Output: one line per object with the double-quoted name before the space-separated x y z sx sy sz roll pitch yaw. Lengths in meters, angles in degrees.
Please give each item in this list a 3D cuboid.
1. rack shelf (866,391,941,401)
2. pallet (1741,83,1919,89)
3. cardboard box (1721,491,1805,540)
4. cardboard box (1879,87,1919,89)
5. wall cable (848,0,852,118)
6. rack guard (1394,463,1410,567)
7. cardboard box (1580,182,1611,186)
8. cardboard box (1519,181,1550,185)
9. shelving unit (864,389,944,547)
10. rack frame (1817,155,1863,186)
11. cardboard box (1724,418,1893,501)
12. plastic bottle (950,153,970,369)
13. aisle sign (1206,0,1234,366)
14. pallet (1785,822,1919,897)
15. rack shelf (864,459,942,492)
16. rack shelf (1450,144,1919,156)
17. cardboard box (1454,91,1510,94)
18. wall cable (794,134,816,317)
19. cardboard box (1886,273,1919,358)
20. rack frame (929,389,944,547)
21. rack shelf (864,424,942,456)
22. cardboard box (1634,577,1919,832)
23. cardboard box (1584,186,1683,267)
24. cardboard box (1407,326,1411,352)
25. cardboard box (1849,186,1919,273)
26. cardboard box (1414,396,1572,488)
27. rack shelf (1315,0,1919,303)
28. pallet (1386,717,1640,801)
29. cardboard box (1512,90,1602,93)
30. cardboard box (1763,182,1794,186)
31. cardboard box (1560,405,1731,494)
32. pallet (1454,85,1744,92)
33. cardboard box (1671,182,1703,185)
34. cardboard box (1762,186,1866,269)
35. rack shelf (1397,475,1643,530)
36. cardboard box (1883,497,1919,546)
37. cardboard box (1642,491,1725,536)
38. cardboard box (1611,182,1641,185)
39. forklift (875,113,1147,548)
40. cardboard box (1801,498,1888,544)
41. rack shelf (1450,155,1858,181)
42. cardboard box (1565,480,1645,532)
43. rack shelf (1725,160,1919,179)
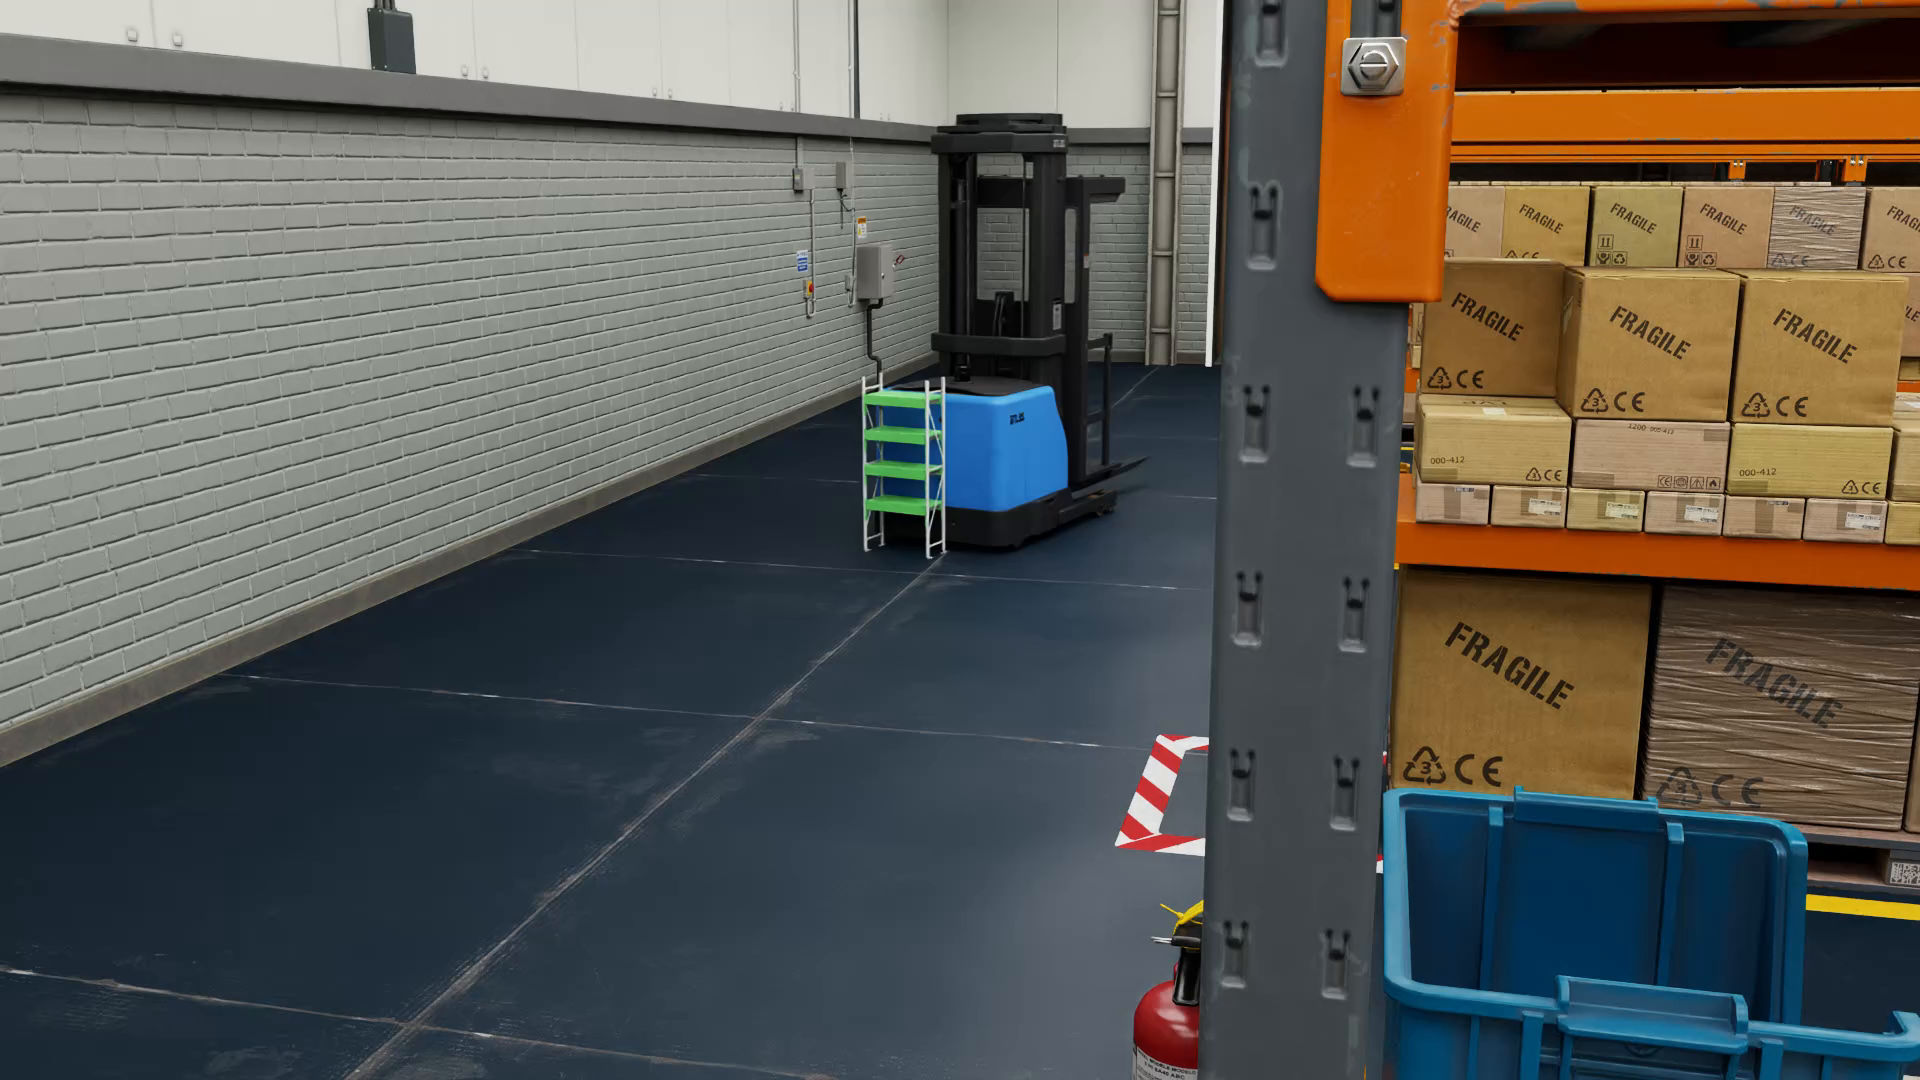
"rack shelf" -0.378 -0.961 11.129 0.457 0.021 0.221 7 14 28
"pallet" 3.462 -1.702 5.759 1.213 0.211 1.003 3 13 14
"cardboard box" 2.815 -0.117 5.914 0.250 0.149 0.380 3 13 12
"cardboard box" 5.698 -2.598 9.941 0.500 0.250 0.500 3 13 13
"wall cable" -1.482 -5.787 17.040 0.029 3.000 2.355 3 13 14
"rack guard" 2.911 -0.193 11.451 0.348 0.500 1.175 3 13 14
"cardboard box" 5.699 -3.152 14.976 0.250 0.149 0.380 3 13 12
"cardboard box" 5.228 -3.192 15.160 0.250 0.149 0.380 3 13 14
"shelving unit" -0.375 -0.503 11.229 0.487 1.046 0.258 7 14 28
"rack frame" 7.809 -2.256 14.978 0.127 3.000 1.000 3 13 14
"cardboard box" 2.946 -0.318 5.901 0.500 0.250 0.500 3 13 12
"plastic bottle" 7.241 -1.266 10.515 14.964 2.616 20.093 3 13 14
"aisle sign" 0.223 -0.549 1.280 0.004 0.787 0.394 3 13 14
"pallet" 3.527 1.070 6.423 1.213 0.211 1.003 3 13 14
"rack shelf" -0.378 -0.441 11.245 0.480 0.148 0.258 7 14 28
"rack shelf" 4.779 -2.427 10.484 4.000 0.370 1.077 3 13 14
"cardboard box" 3.212 -2.732 10.543 0.500 0.250 0.500 4 13 16
"wall cable" -1.555 -3.263 17.097 0.123 1.953 0.585 3 13 14
"cardboard box" 5.680 -1.397 10.188 0.500 0.500 0.500 3 13 12
"rack frame" -0.163 -0.478 11.118 0.006 1.046 0.228 7 14 28
"rack shelf" -0.378 -0.675 11.193 0.480 0.148 0.258 7 14 28
"cardboard box" 3.075 0.516 6.419 0.875 0.875 0.875 3 13 14
"cardboard box" 4.201 -1.964 10.436 0.500 0.500 0.500 3 13 12
"cardboard box" 5.682 -2.443 20.612 0.637 0.503 0.797 3 13 11
"cardboard box" 5.697 -1.886 10.081 0.500 0.500 0.500 3 13 12
"cardboard box" 1.952 -0.370 6.137 0.500 0.250 0.500 3 13 12
"rack shelf" 2.306 -0.348 1.112 4.000 0.370 1.077 3 13 14
"pallet" 2.346 1.006 6.710 1.213 0.211 1.003 3 13 14
"cardboard box" 3.722 -2.704 10.415 0.500 0.250 0.500 3 13 15
"cardboard box" 7.204 -3.096 14.724 0.250 0.149 0.380 3 13 15
"cardboard box" 2.459 -0.345 6.021 0.500 0.250 0.500 3 13 13
"pallet" 2.274 -1.765 6.042 1.213 0.211 1.003 3 13 14
"cardboard box" 6.462 -3.125 14.858 0.250 0.149 0.380 3 13 13
"cardboard box" 5.203 -1.915 10.214 0.500 0.500 0.500 3 13 15
"rack shelf" 3.493 -0.055 6.102 3.809 0.052 0.919 3 13 14
"cardboard box" 3.310 -0.090 5.794 0.250 0.149 0.380 3 13 12
"cardboard box" 2.568 -0.130 5.974 0.250 0.149 0.380 3 13 13
"cardboard box" 5.965 -3.148 14.961 0.250 0.149 0.380 3 13 14
"forklift" 0.545 -1.650 12.402 1.130 2.935 3.031 7 14 28
"cardboard box" 3.065 -0.103 5.854 0.250 0.149 0.380 3 13 13
"rack shelf" 5.867 -3.473 15.199 4.000 0.370 1.077 3 13 14
"cardboard box" 2.315 -0.143 6.034 0.250 0.149 0.380 3 13 12
"rack shelf" 10.936 -4.310 18.969 4.000 0.370 1.077 3 13 14
